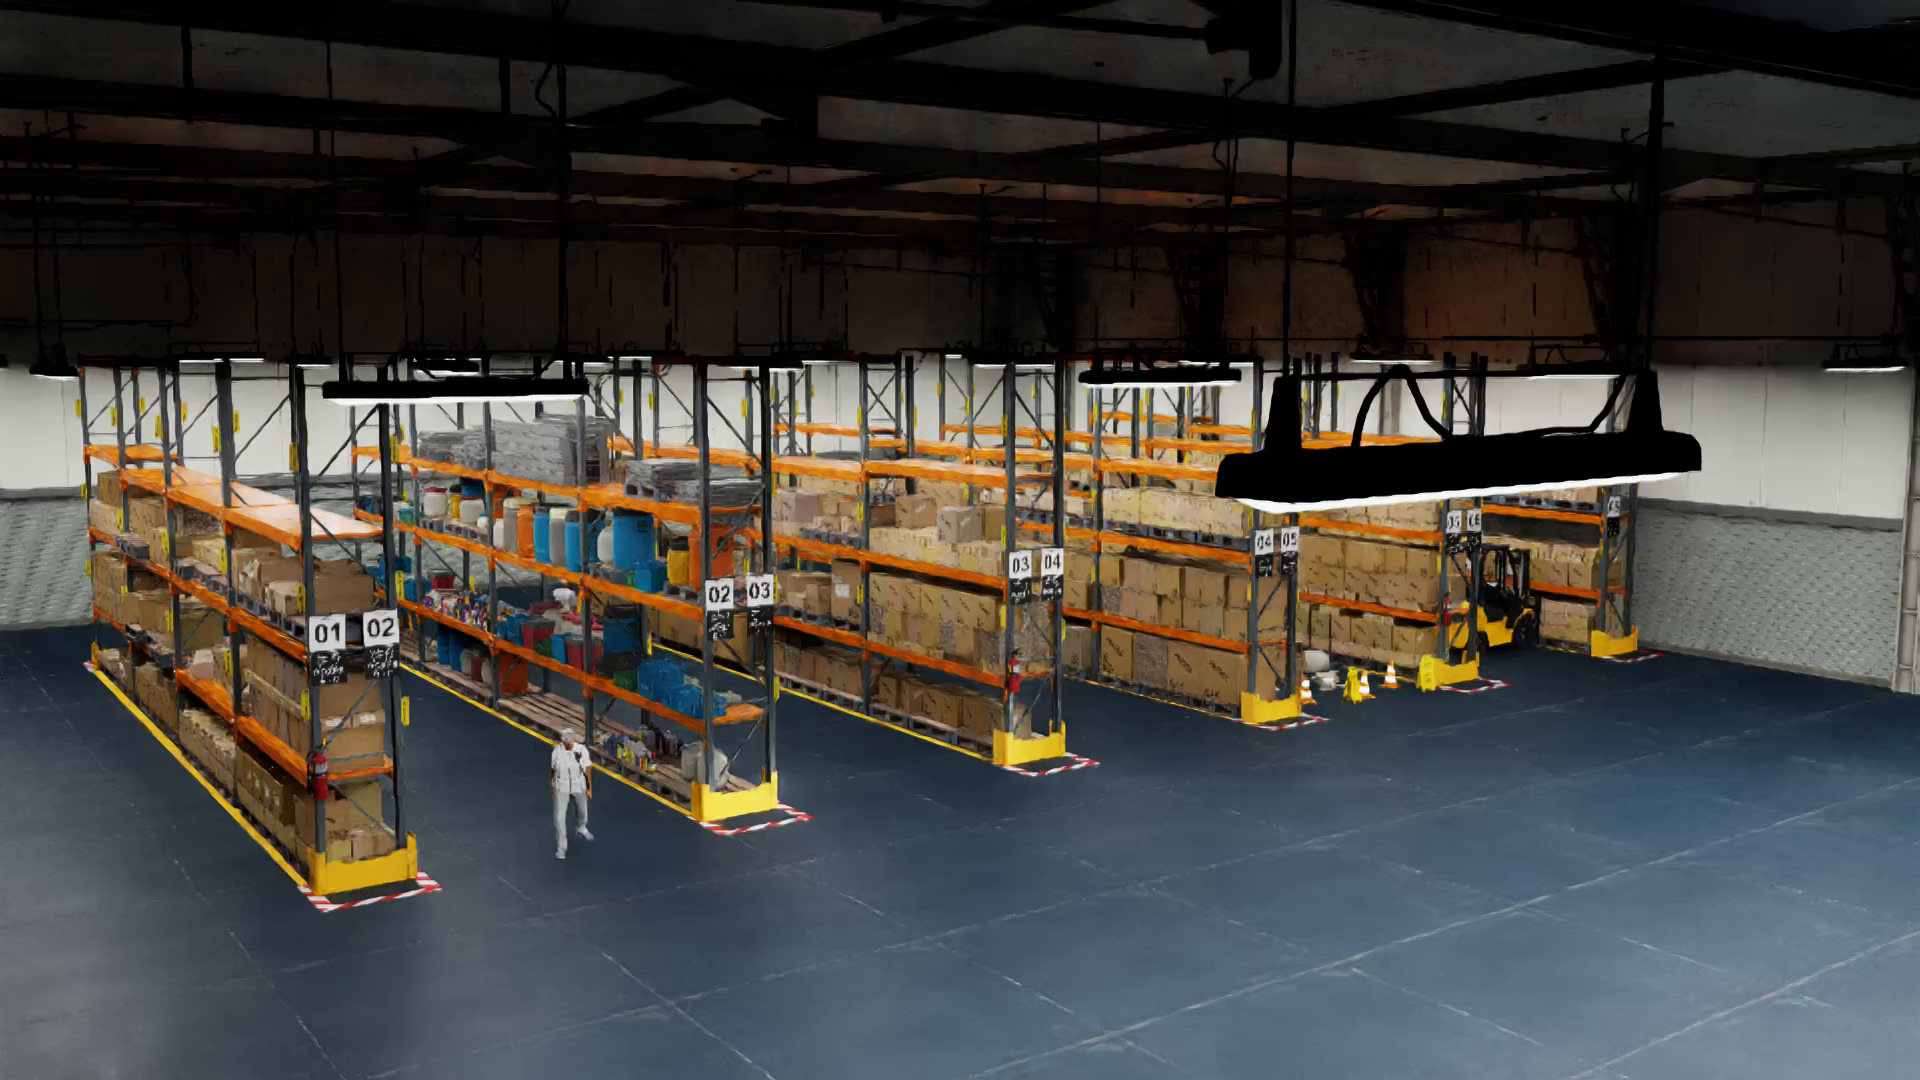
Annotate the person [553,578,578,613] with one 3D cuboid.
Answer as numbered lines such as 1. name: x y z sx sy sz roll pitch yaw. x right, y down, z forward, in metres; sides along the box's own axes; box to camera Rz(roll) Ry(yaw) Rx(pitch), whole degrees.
1. person: -7.601 1.532 32.135 0.666 1.788 0.408 5 8 34

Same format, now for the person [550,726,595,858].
1. person: -4.800 3.048 20.571 0.534 1.598 0.938 -2 7 -15

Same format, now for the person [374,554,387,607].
1. person: -12.740 1.086 36.702 0.531 1.588 0.639 0 7 2
